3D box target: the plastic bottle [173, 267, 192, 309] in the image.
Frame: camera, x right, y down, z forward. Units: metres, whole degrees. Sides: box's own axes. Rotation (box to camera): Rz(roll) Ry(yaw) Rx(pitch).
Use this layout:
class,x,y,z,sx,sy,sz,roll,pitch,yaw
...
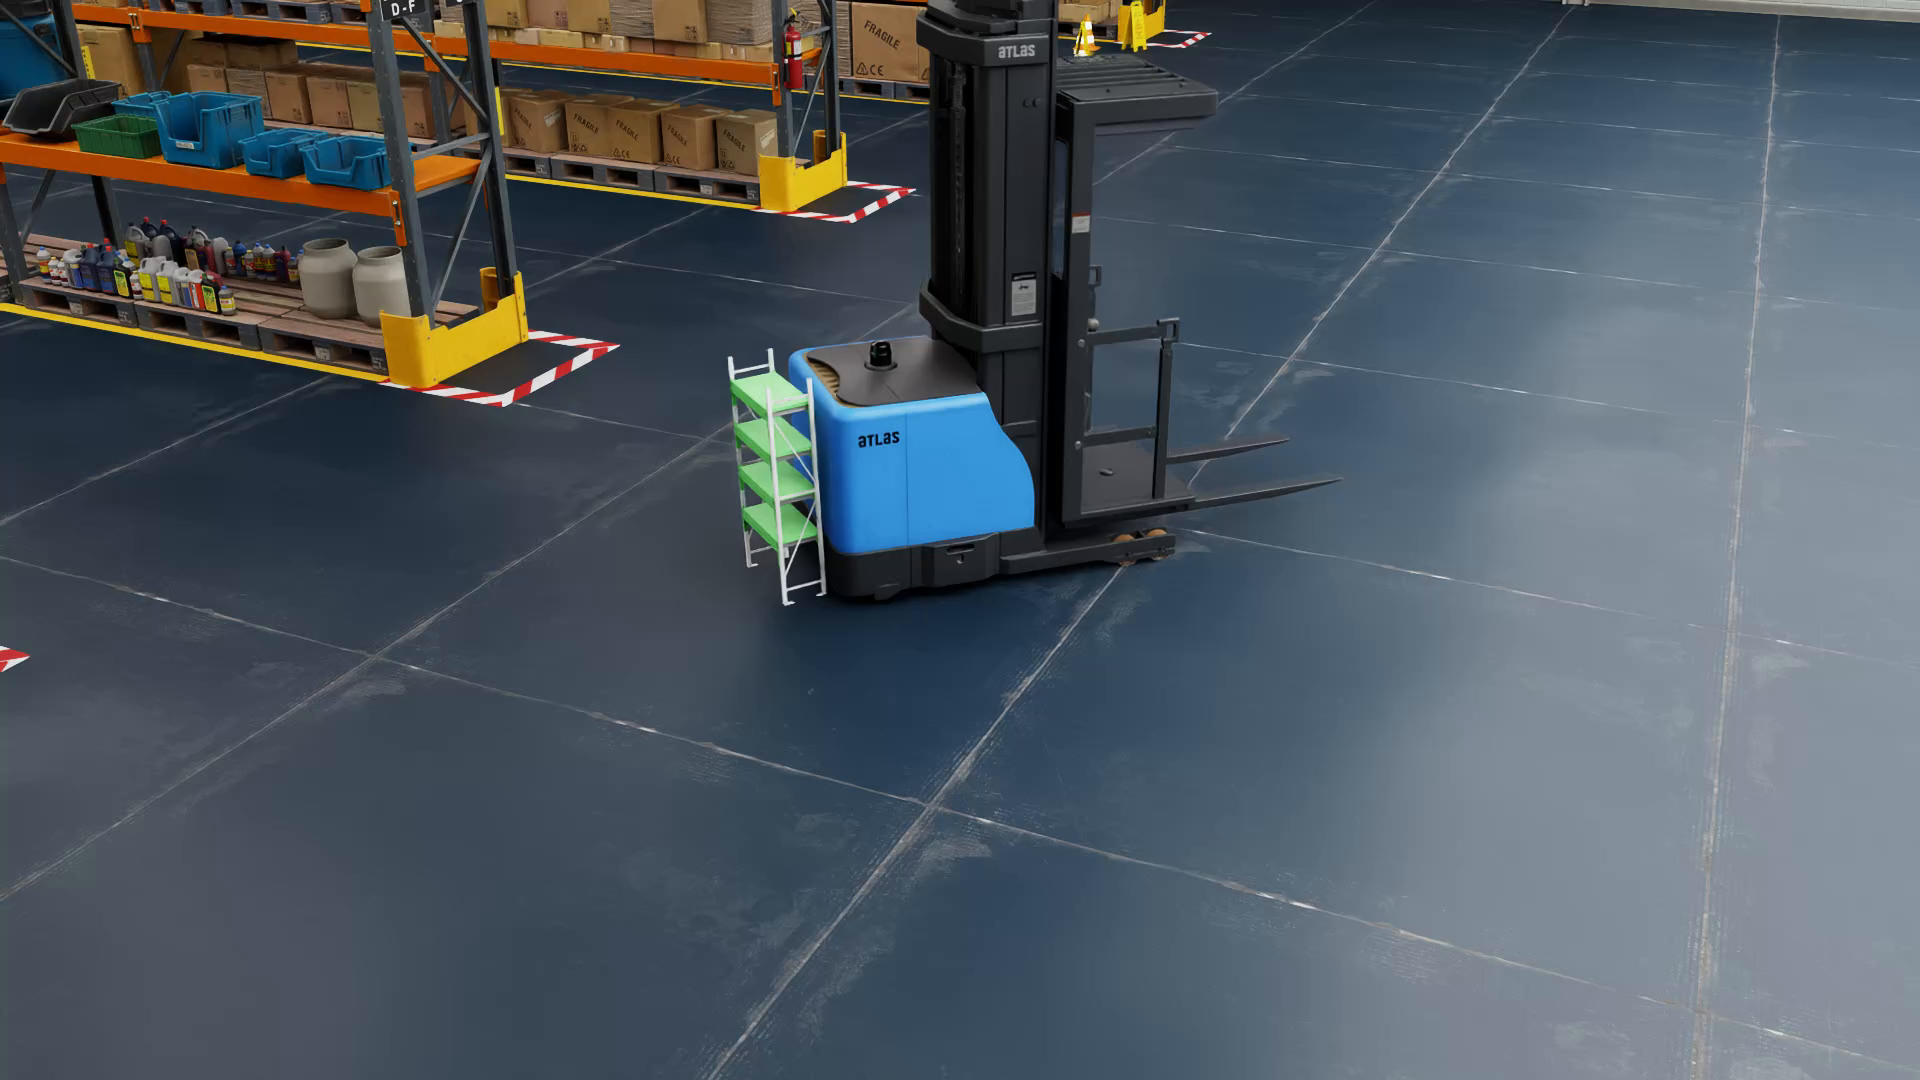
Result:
class,x,y,z,sx,sy,sz,roll,pitch,yaw
plastic bottle,-5.664,-1.859,12.215,0.135,0.276,0.152,11,28,20

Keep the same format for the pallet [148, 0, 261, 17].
class,x,y,z,sx,sy,sz,roll,pitch,yaw
pallet,-8.006,-5.922,18.099,1.003,0.211,1.213,11,28,22

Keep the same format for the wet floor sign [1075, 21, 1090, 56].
class,x,y,z,sx,sy,sz,roll,pitch,yaw
wet floor sign,1.575,-6.343,21.403,0.232,0.644,0.267,6,27,13

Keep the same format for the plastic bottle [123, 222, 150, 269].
class,x,y,z,sx,sy,sz,roll,pitch,yaw
plastic bottle,-6.462,-2.322,13.071,0.185,0.351,0.144,11,28,22

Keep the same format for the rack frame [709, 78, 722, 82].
class,x,y,z,sx,sy,sz,roll,pitch,yaw
rack frame,-2.913,-7.340,20.762,0.127,3.000,1.000,11,28,22

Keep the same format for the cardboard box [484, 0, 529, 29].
class,x,y,z,sx,sy,sz,roll,pitch,yaw
cardboard box,-4.233,-5.330,16.229,0.500,0.500,0.875,11,28,22

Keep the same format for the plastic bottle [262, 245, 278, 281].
class,x,y,z,sx,sy,sz,roll,pitch,yaw
plastic bottle,-5.300,-2.134,12.779,0.097,0.271,0.097,0,26,0

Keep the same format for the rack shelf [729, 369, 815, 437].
class,x,y,z,sx,sy,sz,roll,pitch,yaw
rack shelf,-0.945,-0.692,8.346,0.258,0.148,0.480,-15,30,-25

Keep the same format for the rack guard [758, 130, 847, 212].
class,x,y,z,sx,sy,sz,roll,pitch,yaw
rack guard,-1.486,-3.525,15.844,0.348,0.500,1.175,11,28,22

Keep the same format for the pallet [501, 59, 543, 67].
class,x,y,z,sx,sy,sz,roll,pitch,yaw
pallet,-5.867,-6.646,22.510,1.213,0.211,1.003,11,28,22

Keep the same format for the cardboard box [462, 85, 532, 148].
class,x,y,z,sx,sy,sz,roll,pitch,yaw
cardboard box,-4.710,-4.342,17.027,0.500,0.500,0.500,10,28,20

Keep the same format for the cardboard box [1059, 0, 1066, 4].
class,x,y,z,sx,sy,sz,roll,pitch,yaw
cardboard box,1.372,-8.044,23.982,0.500,0.500,0.500,12,29,24

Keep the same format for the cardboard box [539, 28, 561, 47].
class,x,y,z,sx,sy,sz,roll,pitch,yaw
cardboard box,-3.838,-4.873,16.035,0.250,0.149,0.380,11,28,22

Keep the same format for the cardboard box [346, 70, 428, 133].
class,x,y,z,sx,sy,sz,roll,pitch,yaw
cardboard box,-6.034,-4.656,17.642,0.500,0.500,0.700,11,28,21

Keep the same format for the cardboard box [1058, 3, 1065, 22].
class,x,y,z,sx,sy,sz,roll,pitch,yaw
cardboard box,1.370,-7.710,24.151,0.500,0.250,0.500,11,28,22

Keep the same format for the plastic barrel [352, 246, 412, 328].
class,x,y,z,sx,sy,sz,roll,pitch,yaw
plastic barrel,-4.097,-1.803,11.857,0.421,0.512,0.421,0,26,0

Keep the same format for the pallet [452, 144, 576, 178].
class,x,y,z,sx,sy,sz,roll,pitch,yaw
pallet,-4.432,-4.005,17.145,1.213,0.211,1.003,11,28,22

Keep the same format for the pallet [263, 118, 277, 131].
class,x,y,z,sx,sy,sz,roll,pitch,yaw
pallet,-7.988,-4.701,18.559,1.213,0.211,1.003,11,28,22

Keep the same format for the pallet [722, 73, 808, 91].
class,x,y,z,sx,sy,sz,roll,pitch,yaw
pallet,-2.253,-5.918,21.032,1.213,0.211,1.003,11,28,22

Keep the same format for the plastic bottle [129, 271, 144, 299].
class,x,y,z,sx,sy,sz,roll,pitch,yaw
plastic bottle,-6.125,-1.904,12.392,0.097,0.201,0.097,0,26,0

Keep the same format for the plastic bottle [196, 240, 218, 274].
class,x,y,z,sx,sy,sz,roll,pitch,yaw
plastic bottle,-5.831,-2.181,12.861,0.133,0.283,0.061,11,28,22

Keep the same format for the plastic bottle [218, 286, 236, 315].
class,x,y,z,sx,sy,sz,roll,pitch,yaw
plastic bottle,-5.320,-1.743,12.064,0.097,0.201,0.097,0,26,0

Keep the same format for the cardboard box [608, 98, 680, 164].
class,x,y,z,sx,sy,sz,roll,pitch,yaw
cardboard box,-3.098,-4.038,16.411,0.500,0.500,0.500,14,30,27

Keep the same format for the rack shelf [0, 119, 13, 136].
class,x,y,z,sx,sy,sz,roll,pitch,yaw
rack shelf,-8.929,-3.416,13.606,4.000,0.370,1.077,11,28,22

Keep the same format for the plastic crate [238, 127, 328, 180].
class,x,y,z,sx,sy,sz,roll,pitch,yaw
plastic crate,-4.635,-2.667,11.439,0.408,0.251,0.499,11,28,22

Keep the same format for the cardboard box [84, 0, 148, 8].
class,x,y,z,sx,sy,sz,roll,pitch,yaw
cardboard box,-9.251,-6.131,18.194,0.500,0.500,0.500,12,29,23

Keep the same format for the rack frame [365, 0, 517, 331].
class,x,y,z,sx,sy,sz,roll,pitch,yaw
rack frame,-3.467,-2.641,11.219,0.127,3.000,1.000,11,28,22

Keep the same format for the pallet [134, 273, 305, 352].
class,x,y,z,sx,sy,sz,roll,pitch,yaw
pallet,-5.399,-1.760,12.585,1.213,0.211,1.003,11,28,22

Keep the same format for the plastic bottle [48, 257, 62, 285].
class,x,y,z,sx,sy,sz,roll,pitch,yaw
plastic bottle,-6.907,-2.061,12.711,0.097,0.201,0.097,0,26,0

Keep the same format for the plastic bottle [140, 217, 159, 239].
class,x,y,z,sx,sy,sz,roll,pitch,yaw
plastic bottle,-6.402,-2.380,13.188,0.185,0.351,0.144,11,28,20

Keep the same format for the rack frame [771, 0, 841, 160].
class,x,y,z,sx,sy,sz,roll,pitch,yaw
rack frame,-1.417,-4.633,15.264,0.127,3.000,1.000,11,28,22

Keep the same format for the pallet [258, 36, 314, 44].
class,x,y,z,sx,sy,sz,roll,pitch,yaw
pallet,-9.486,-7.410,24.061,1.213,0.211,1.003,11,28,22

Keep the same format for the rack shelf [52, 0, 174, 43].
class,x,y,z,sx,sy,sz,roll,pitch,yaw
rack shelf,-10.520,-6.138,19.136,4.000,0.370,1.077,11,28,22

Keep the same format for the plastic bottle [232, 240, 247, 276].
class,x,y,z,sx,sy,sz,roll,pitch,yaw
plastic bottle,-5.576,-2.189,12.892,0.097,0.271,0.097,0,26,0

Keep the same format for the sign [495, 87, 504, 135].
class,x,y,z,sx,sy,sz,roll,pitch,yaw
sign,-3.235,-2.986,11.605,0.005,0.325,0.100,11,28,22

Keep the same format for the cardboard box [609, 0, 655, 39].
class,x,y,z,sx,sy,sz,roll,pitch,yaw
cardboard box,-2.848,-5.075,15.711,0.500,0.500,0.875,11,28,22

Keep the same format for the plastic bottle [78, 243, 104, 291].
class,x,y,z,sx,sy,sz,roll,pitch,yaw
plastic bottle,-6.545,-2.067,12.553,0.185,0.351,0.144,12,29,23

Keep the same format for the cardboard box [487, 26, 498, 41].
class,x,y,z,sx,sy,sz,roll,pitch,yaw
cardboard box,-4.525,-5.006,16.306,0.250,0.149,0.380,11,28,22

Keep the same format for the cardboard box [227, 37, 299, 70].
class,x,y,z,sx,sy,sz,roll,pitch,yaw
cardboard box,-7.590,-5.304,18.111,0.500,0.250,0.500,15,30,28

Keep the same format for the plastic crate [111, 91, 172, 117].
class,x,y,z,sx,sy,sz,roll,pitch,yaw
plastic crate,-5.988,-3.213,12.548,0.616,0.251,0.499,11,28,22

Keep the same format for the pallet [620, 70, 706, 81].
class,x,y,z,sx,sy,sz,roll,pitch,yaw
pallet,-3.646,-6.200,21.603,1.213,0.211,1.003,11,28,22

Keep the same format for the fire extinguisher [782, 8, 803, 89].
class,x,y,z,sx,sy,sz,roll,pitch,yaw
fire extinguisher,-1.503,-4.392,14.862,0.183,0.674,0.296,11,28,22

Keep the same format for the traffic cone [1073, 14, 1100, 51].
class,x,y,z,sx,sy,sz,roll,pitch,yaw
traffic cone,1.760,-7.039,23.024,0.334,0.463,0.336,11,28,22

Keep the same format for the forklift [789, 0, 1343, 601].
class,x,y,z,sx,sy,sz,roll,pitch,yaw
forklift,0.646,-1.386,8.746,3.031,2.935,1.130,-9,28,-17

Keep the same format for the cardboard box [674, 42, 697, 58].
class,x,y,z,sx,sy,sz,roll,pitch,yaw
cardboard box,-2.459,-4.612,15.506,0.250,0.149,0.380,11,28,22

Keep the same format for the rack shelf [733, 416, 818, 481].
class,x,y,z,sx,sy,sz,roll,pitch,yaw
rack shelf,-0.940,-0.478,8.455,0.258,0.148,0.480,-15,30,-25

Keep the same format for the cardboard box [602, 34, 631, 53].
class,x,y,z,sx,sy,sz,roll,pitch,yaw
cardboard box,-3.170,-4.721,15.728,0.250,0.149,0.380,11,28,22

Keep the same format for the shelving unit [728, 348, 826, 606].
class,x,y,z,sx,sy,sz,roll,pitch,yaw
shelving unit,-0.935,-0.321,8.535,0.258,1.200,0.503,-15,30,-25

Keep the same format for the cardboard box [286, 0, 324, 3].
class,x,y,z,sx,sy,sz,roll,pitch,yaw
cardboard box,-6.674,-5.879,17.202,0.637,0.503,0.797,15,30,27

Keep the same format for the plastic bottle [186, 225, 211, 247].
class,x,y,z,sx,sy,sz,roll,pitch,yaw
plastic bottle,-5.934,-2.286,12.997,0.185,0.351,0.144,11,28,21

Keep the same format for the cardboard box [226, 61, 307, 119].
class,x,y,z,sx,sy,sz,roll,pitch,yaw
cardboard box,-7.571,-4.961,18.262,0.500,0.500,0.700,9,28,18

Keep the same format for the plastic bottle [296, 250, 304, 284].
class,x,y,z,sx,sy,sz,roll,pitch,yaw
plastic bottle,-4.988,-2.071,12.652,0.097,0.271,0.097,0,26,0

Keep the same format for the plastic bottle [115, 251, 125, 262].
class,x,y,z,sx,sy,sz,roll,pitch,yaw
plastic bottle,-6.363,-2.054,12.616,0.097,0.271,0.097,0,26,0

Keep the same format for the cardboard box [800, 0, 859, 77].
class,x,y,z,sx,sy,sz,roll,pitch,yaw
cardboard box,-1.547,-6.269,20.517,0.875,0.875,0.875,12,28,22

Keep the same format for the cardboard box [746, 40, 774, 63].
class,x,y,z,sx,sy,sz,roll,pitch,yaw
cardboard box,-1.761,-4.489,15.257,0.250,0.149,0.380,11,28,22
